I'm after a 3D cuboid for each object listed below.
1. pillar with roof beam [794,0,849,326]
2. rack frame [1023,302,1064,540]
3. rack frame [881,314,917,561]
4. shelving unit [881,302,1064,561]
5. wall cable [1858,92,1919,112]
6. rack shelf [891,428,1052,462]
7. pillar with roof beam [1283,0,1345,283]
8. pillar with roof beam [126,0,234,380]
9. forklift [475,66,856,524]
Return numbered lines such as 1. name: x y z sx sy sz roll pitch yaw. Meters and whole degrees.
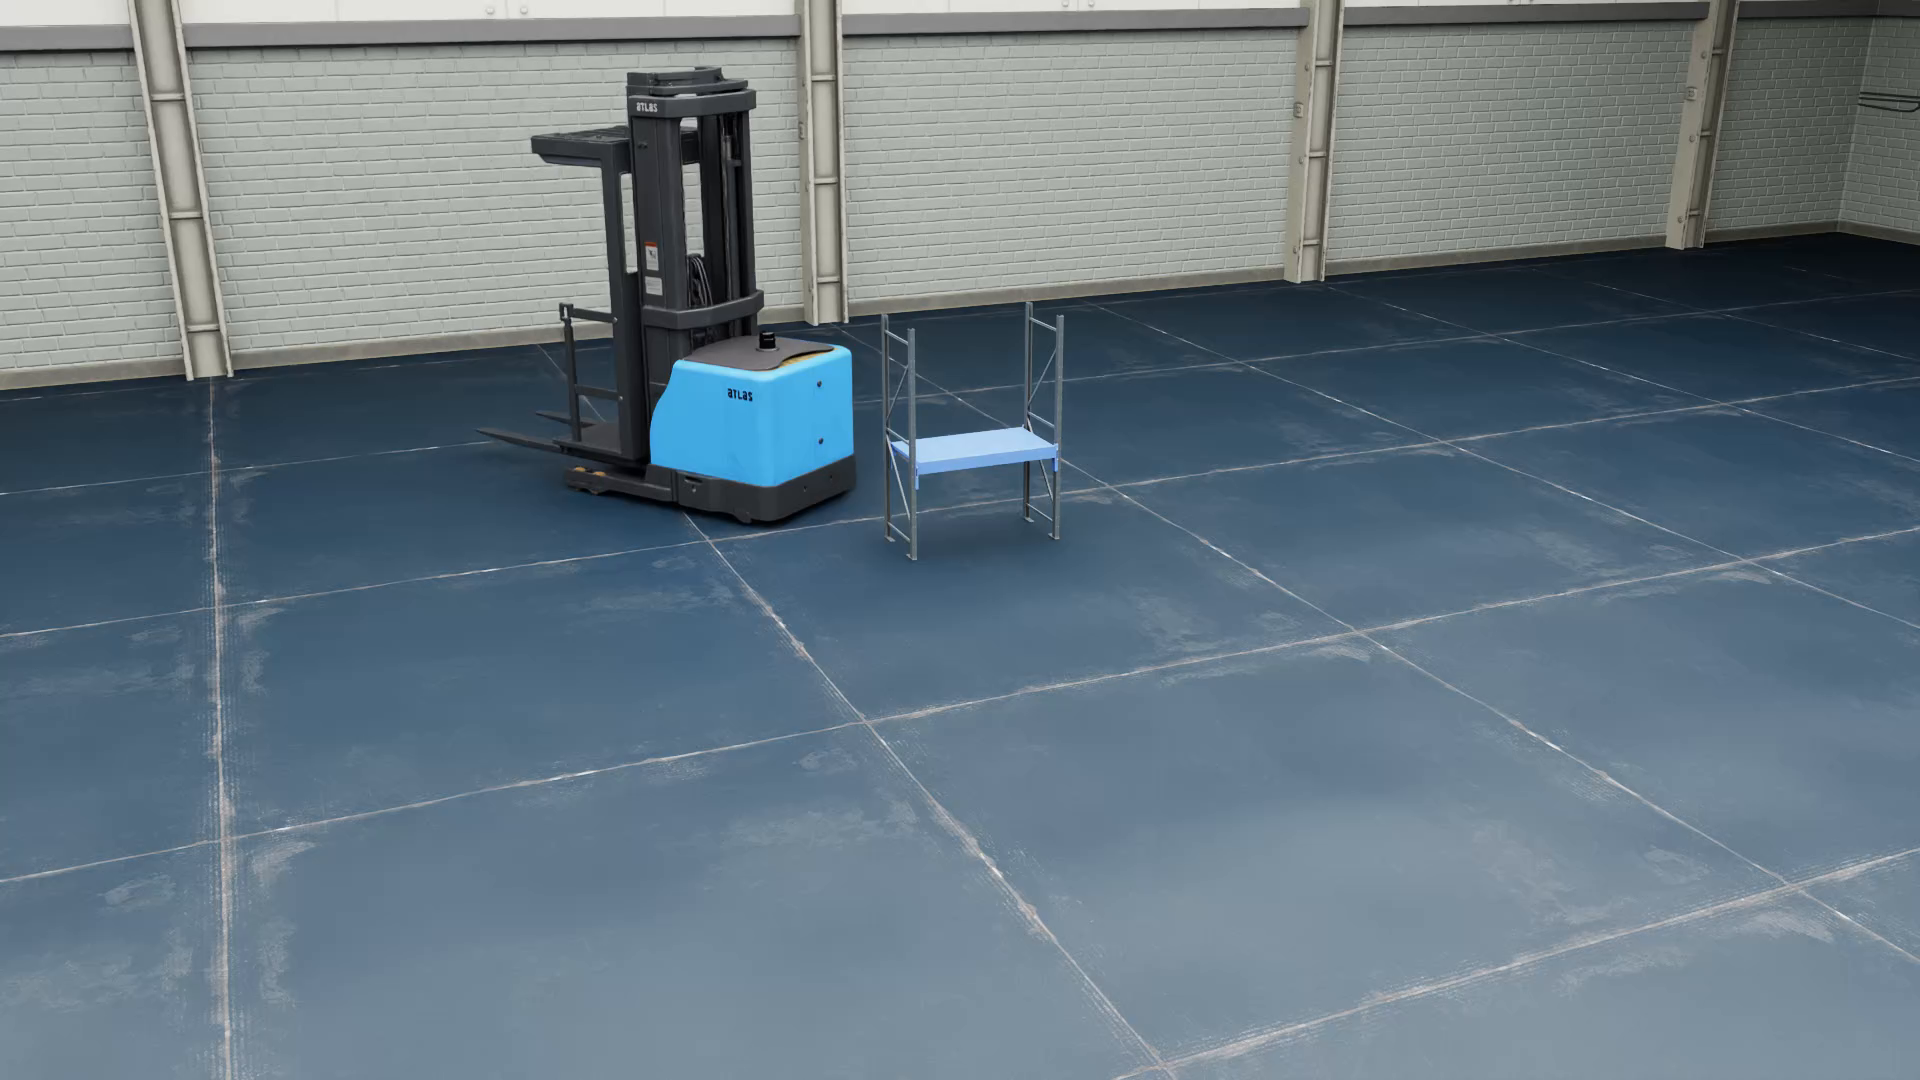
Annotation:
1. pillar with roof beam: 0.292 -5.247 12.374 0.400 9.000 9.100 -8 21 -22
2. rack frame: 0.545 -0.786 10.995 0.032 1.500 0.500 -8 21 -22
3. rack frame: -0.388 -0.652 10.615 0.032 1.500 0.500 -8 21 -22
4. shelving unit: 0.078 -0.719 10.805 1.048 1.500 0.500 -8 21 -22
5. wall cable: 12.834 -6.658 21.057 0.112 2.526 3.097 -8 21 -22
6. rack shelf: 0.078 -0.595 10.848 0.952 0.062 0.459 -8 21 -22
7. pillar with roof beam: 5.802 -6.036 14.615 0.400 9.000 9.100 -8 21 -22
8. pillar with roof beam: -5.217 -4.457 10.132 0.400 9.000 9.100 -8 21 -22
9. forklift: -2.263 -1.844 11.845 3.031 2.935 1.130 12 23 30
